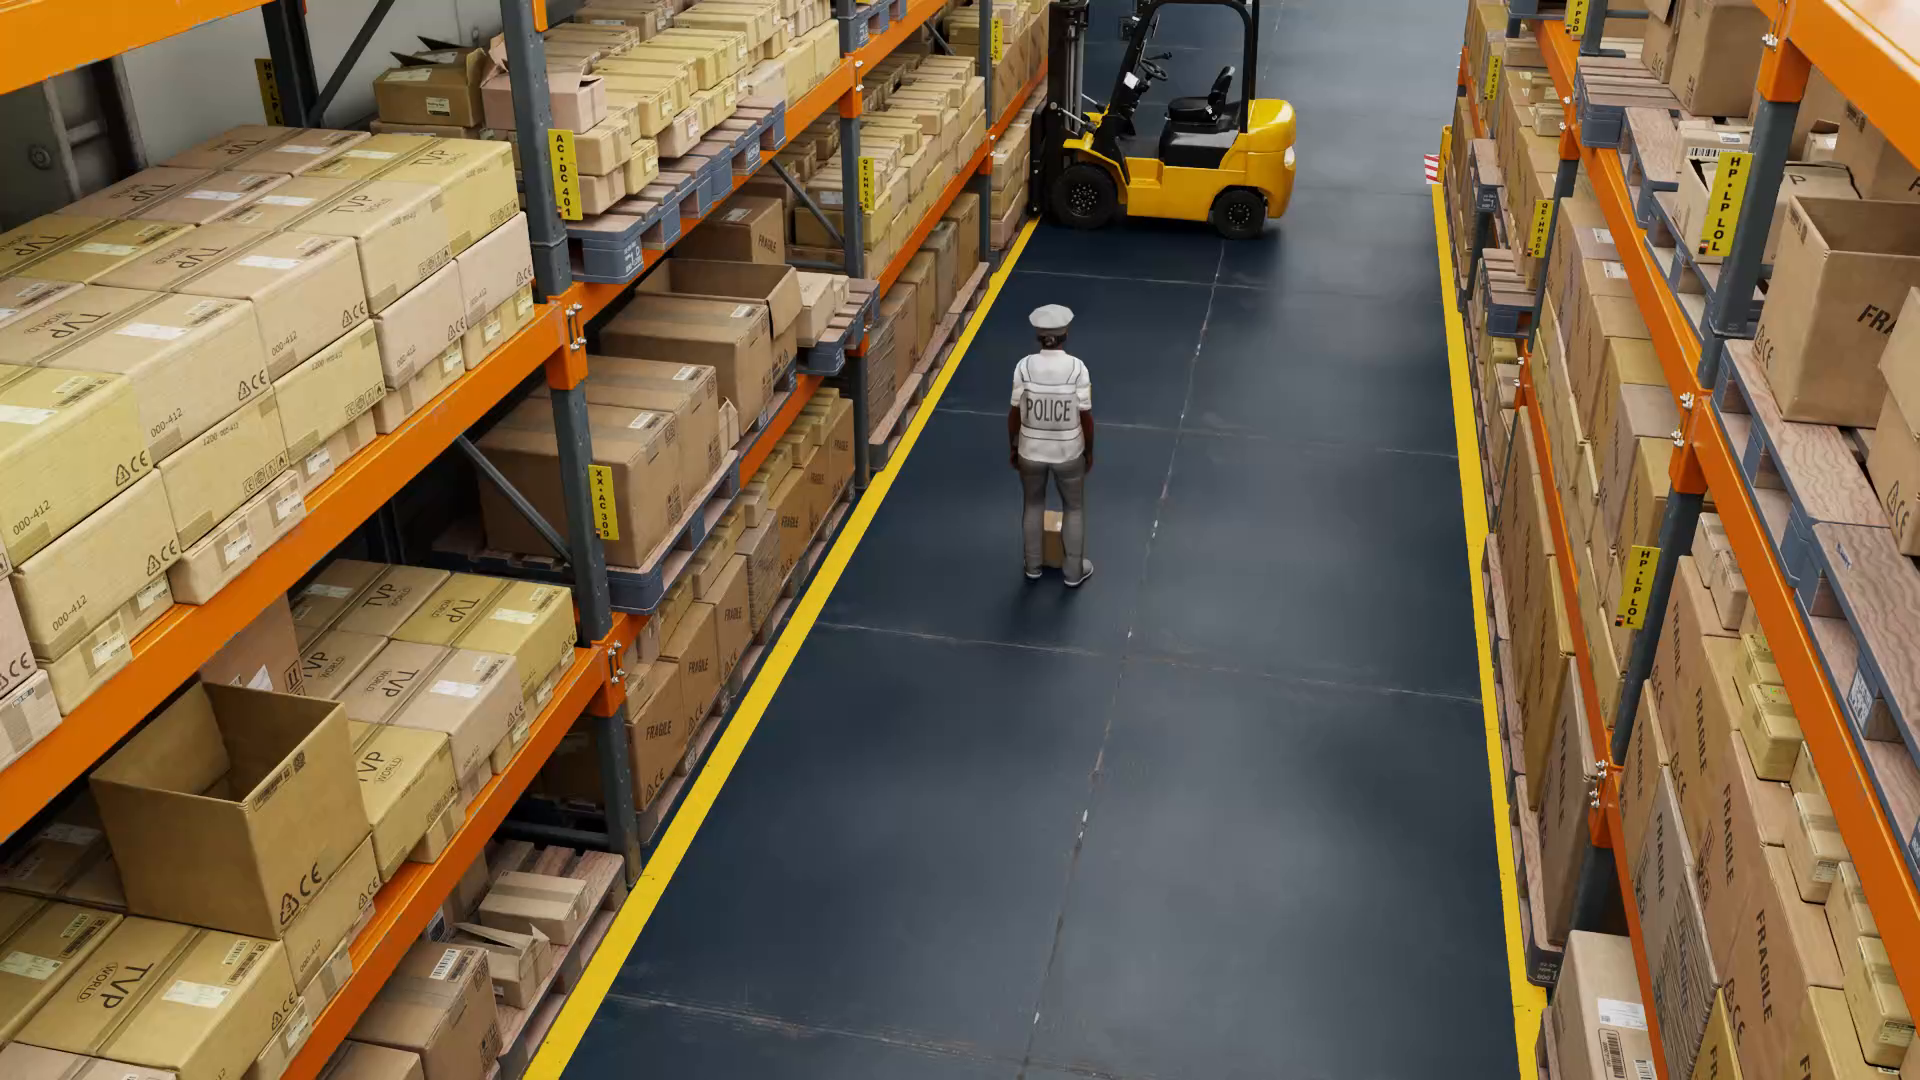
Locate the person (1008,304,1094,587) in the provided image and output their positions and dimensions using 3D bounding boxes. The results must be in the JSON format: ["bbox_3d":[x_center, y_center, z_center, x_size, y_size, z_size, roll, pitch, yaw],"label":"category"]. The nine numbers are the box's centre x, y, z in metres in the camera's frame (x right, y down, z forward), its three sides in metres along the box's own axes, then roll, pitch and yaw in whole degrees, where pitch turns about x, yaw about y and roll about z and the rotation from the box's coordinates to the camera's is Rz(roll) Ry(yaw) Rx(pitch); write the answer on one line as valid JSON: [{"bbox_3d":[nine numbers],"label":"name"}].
[{"bbox_3d":[0.533,-0.513,9.542,0.512,1.656,0.426,5,29,9],"label":"person"}]
